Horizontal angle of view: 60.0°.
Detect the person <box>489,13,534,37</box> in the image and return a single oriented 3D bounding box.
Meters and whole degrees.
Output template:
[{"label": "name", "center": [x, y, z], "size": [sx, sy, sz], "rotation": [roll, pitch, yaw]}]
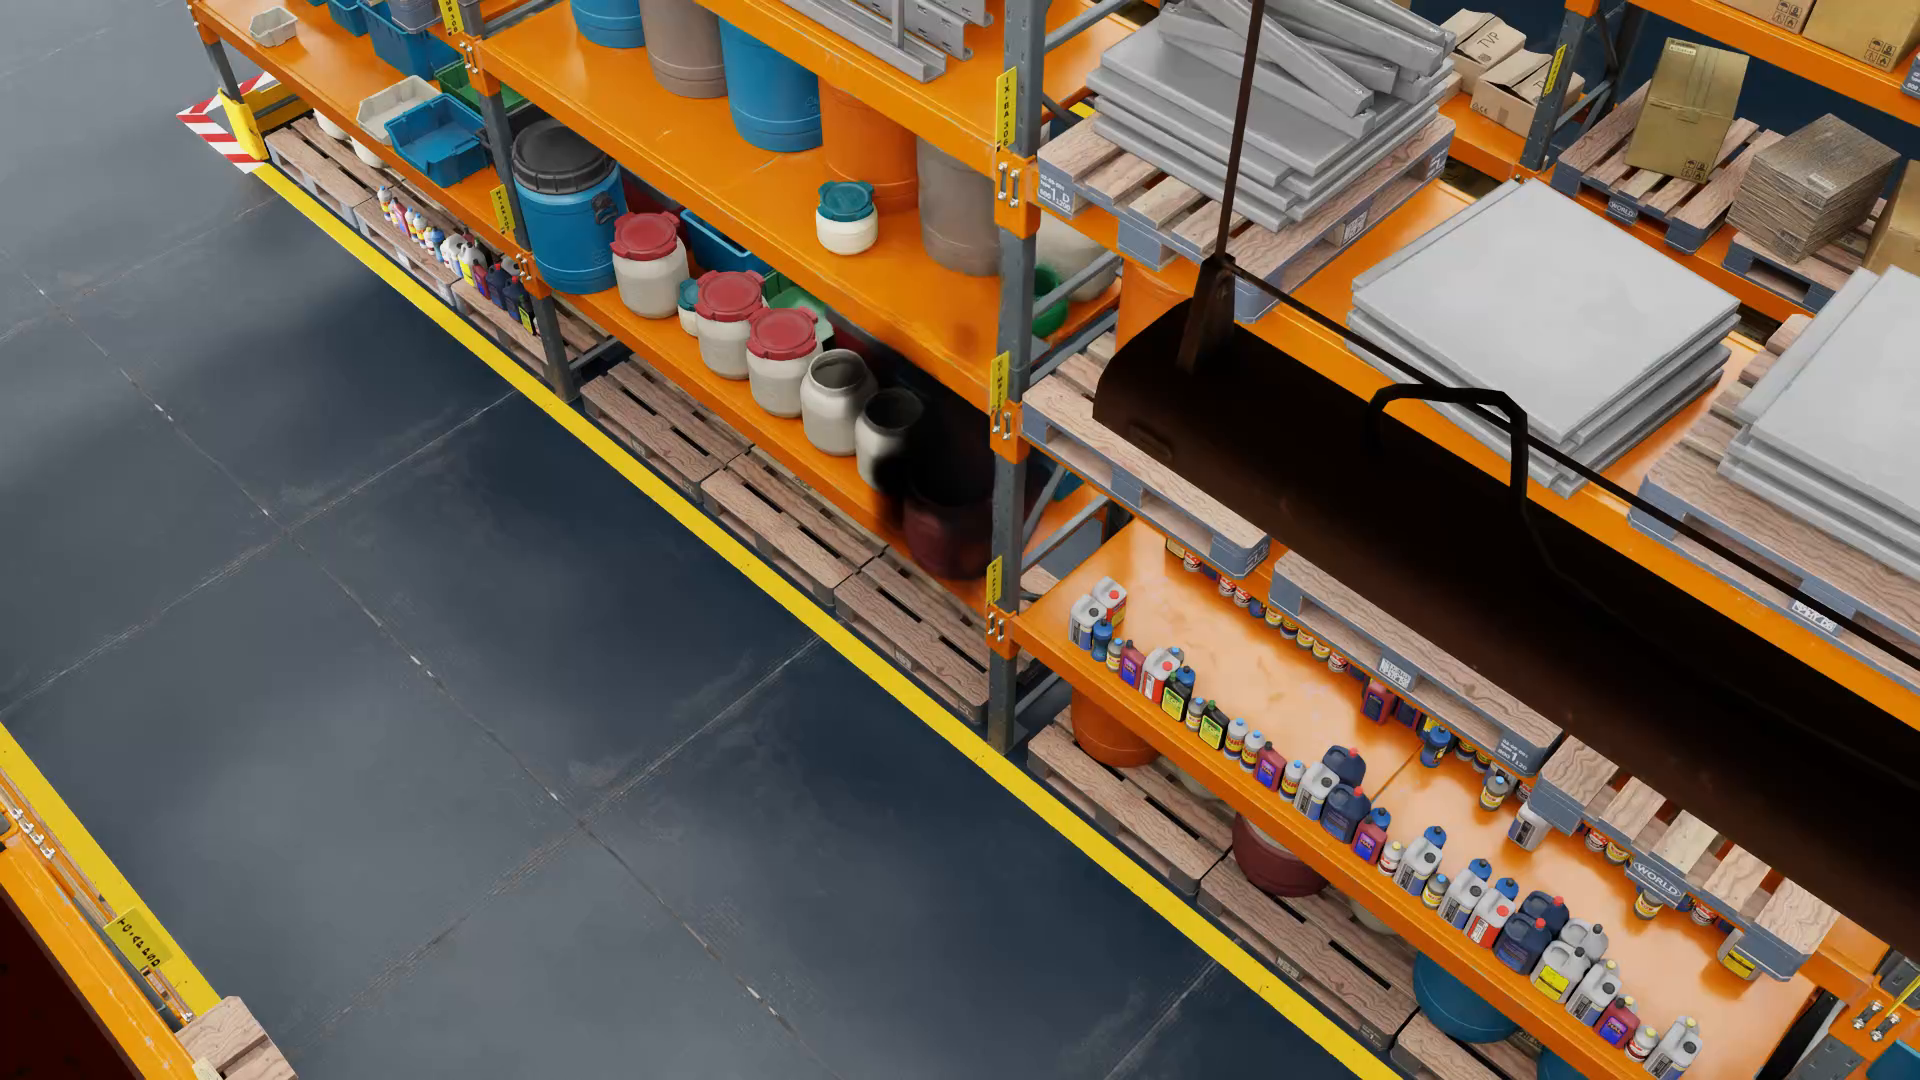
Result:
[{"label": "person", "center": [-3.602, -4.365, 12.965], "size": [0.761, 1.696, 0.626], "rotation": [23, 54, 18]}]
